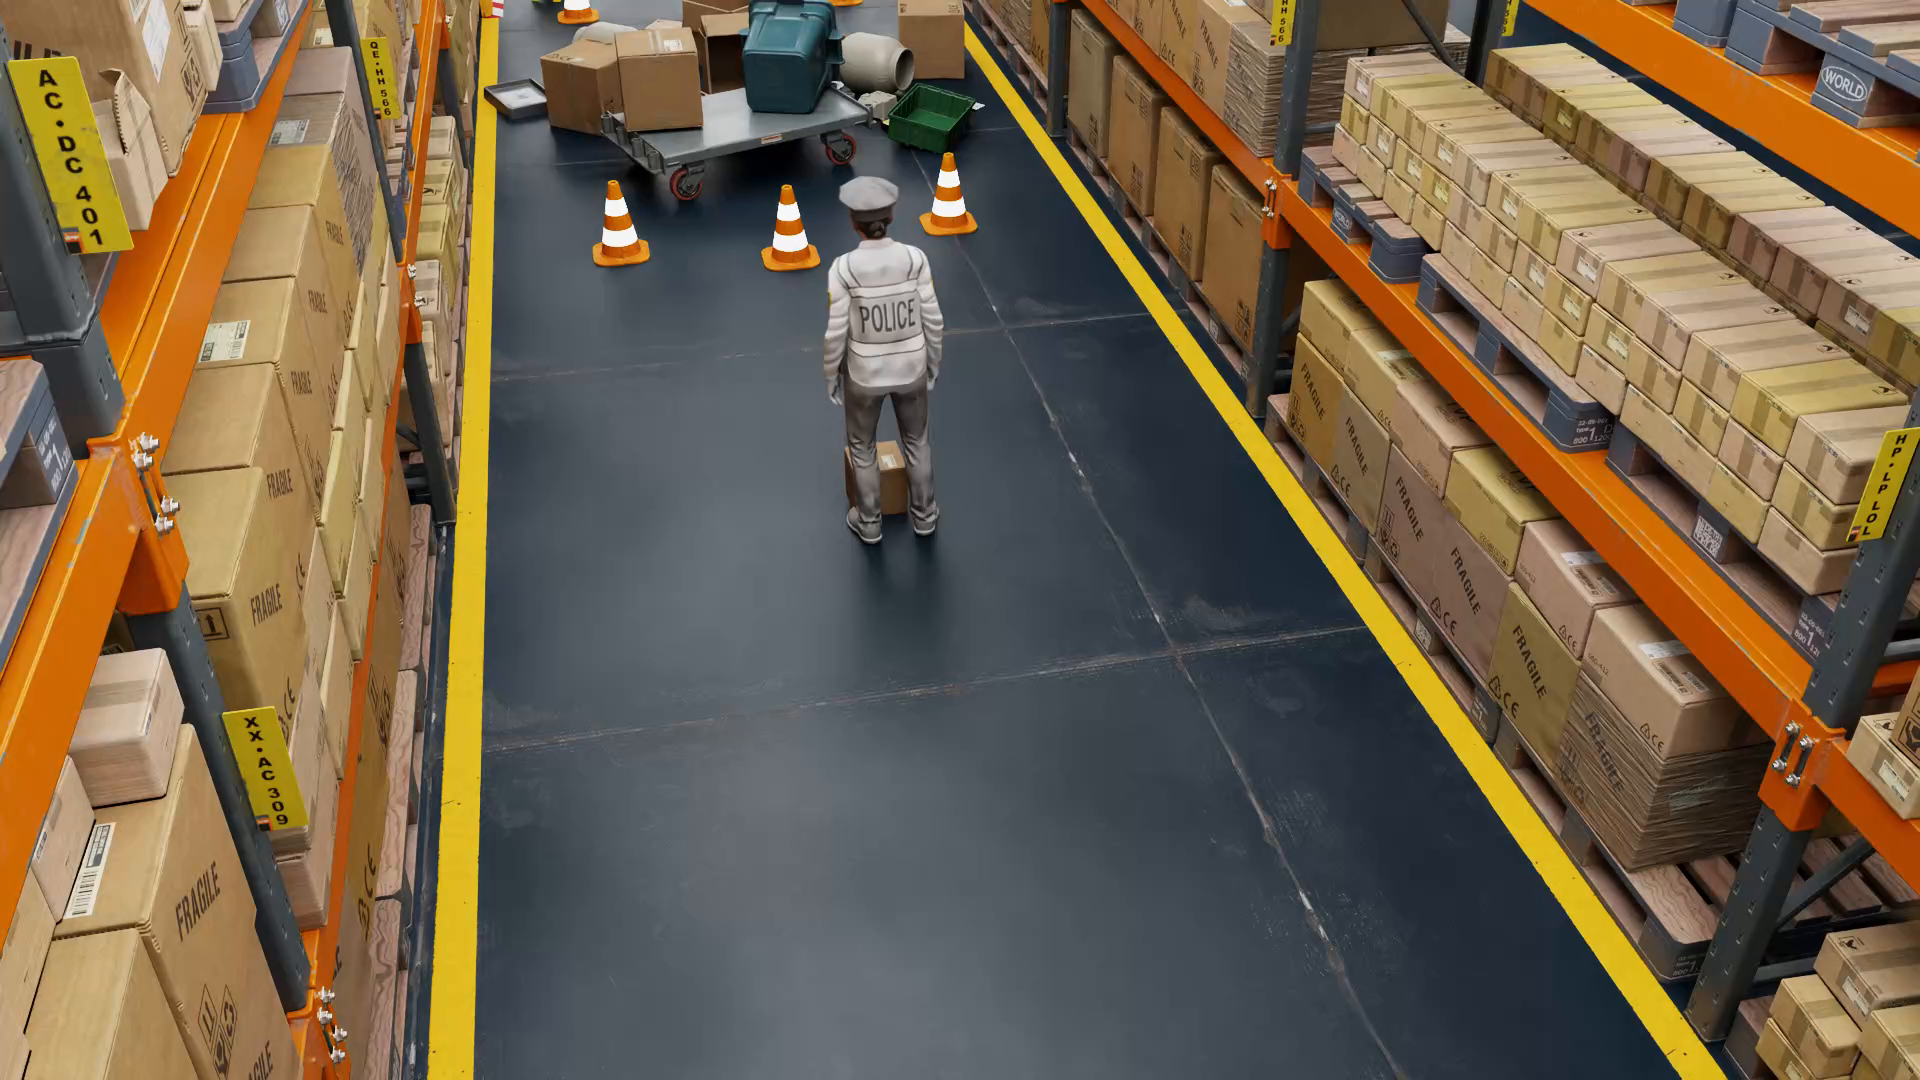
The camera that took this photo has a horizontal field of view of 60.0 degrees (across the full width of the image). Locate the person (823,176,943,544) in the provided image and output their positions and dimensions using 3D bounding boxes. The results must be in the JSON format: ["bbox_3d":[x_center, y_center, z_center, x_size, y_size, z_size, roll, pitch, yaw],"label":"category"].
[{"bbox_3d":[-0.334,-0.731,7.203,0.530,1.662,0.376,-9,36,-13],"label":"person"}]
